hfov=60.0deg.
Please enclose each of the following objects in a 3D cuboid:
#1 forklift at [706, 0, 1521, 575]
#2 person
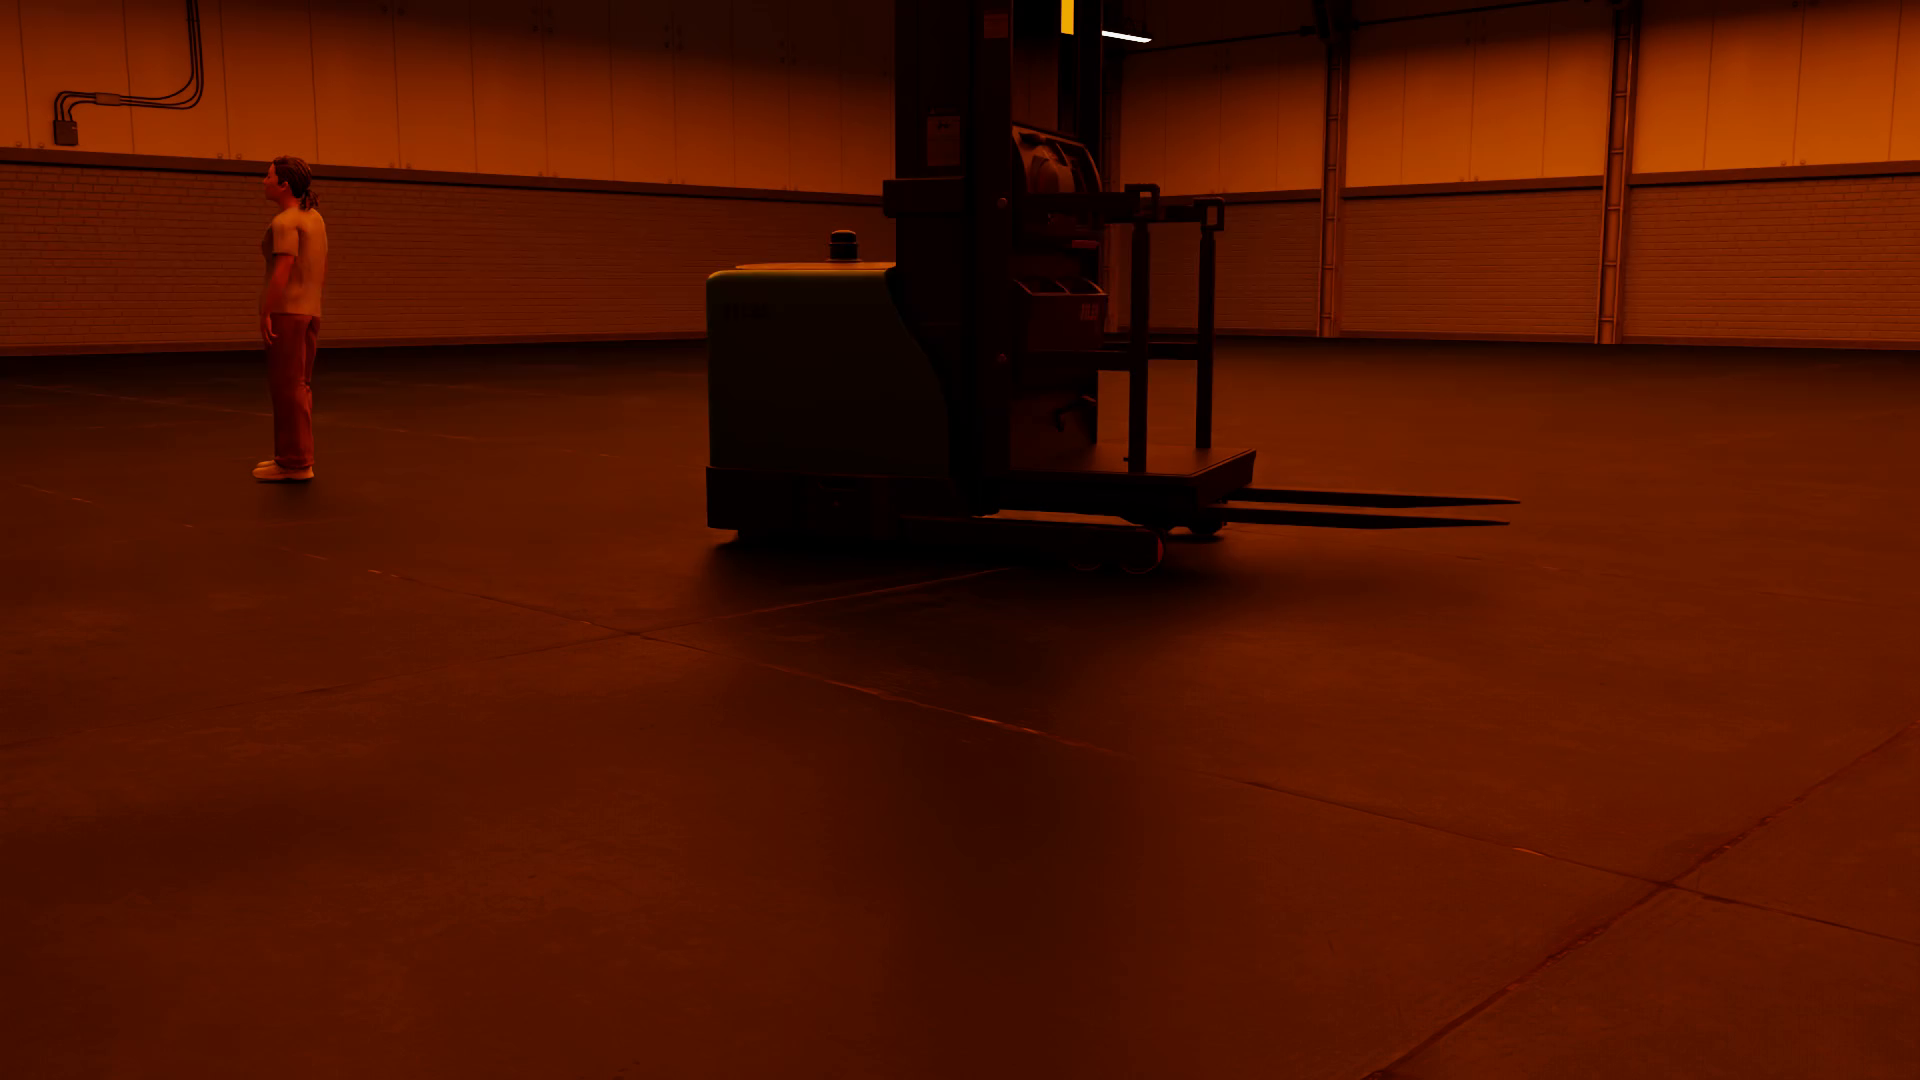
[{"bbox_3d":[0.565,-1.416,6.275,3.031,2.935,1.130,3,9,22],"label":"forklift"},{"bbox_3d":[-3.558,-1.150,8.676,0.549,1.675,0.555,0,9,2],"label":"person"}]
